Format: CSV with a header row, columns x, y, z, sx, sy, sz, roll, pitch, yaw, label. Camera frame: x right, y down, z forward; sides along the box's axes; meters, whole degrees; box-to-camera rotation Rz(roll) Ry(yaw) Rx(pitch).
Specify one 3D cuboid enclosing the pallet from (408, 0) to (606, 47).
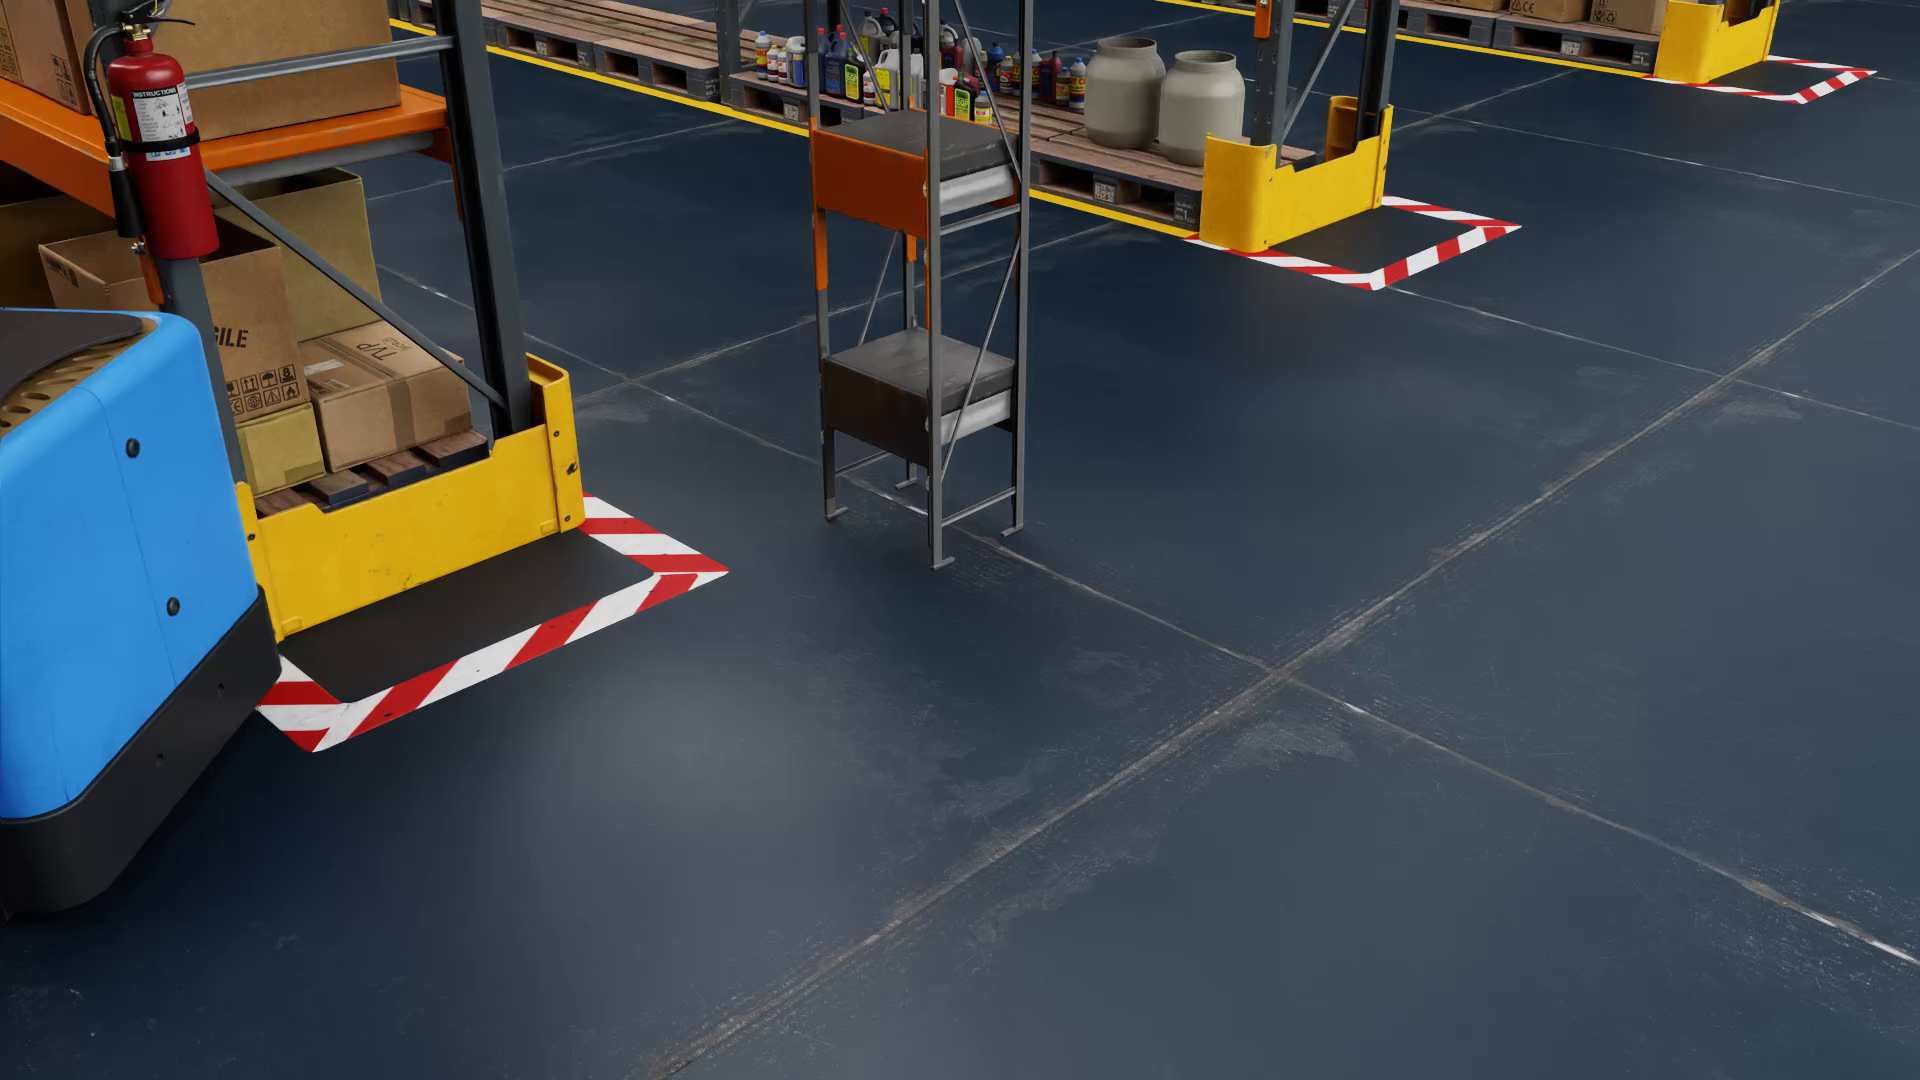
x,y,z,sx,sy,sz,roll,pitch,yaw,label
-3.437,-4.015,12.659,1.213,0.211,1.003,25,36,38,pallet

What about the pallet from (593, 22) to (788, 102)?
x,y,z,sx,sy,sz,roll,pitch,yaw,label
-1.697,-3.219,11.144,1.213,0.211,1.003,25,36,38,pallet

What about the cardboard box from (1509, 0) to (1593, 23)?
x,y,z,sx,sy,sz,roll,pitch,yaw,label
4.331,-4.021,11.908,0.500,0.500,0.500,-15,31,-27,cardboard box

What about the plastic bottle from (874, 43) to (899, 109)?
x,y,z,sx,sy,sz,roll,pitch,yaw,label
-0.388,-2.630,9.403,0.185,0.351,0.144,24,36,38,plastic bottle

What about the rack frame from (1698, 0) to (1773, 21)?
x,y,z,sx,sy,sz,roll,pitch,yaw,label
5.215,-4.548,10.677,0.127,3.000,1.000,25,36,38,rack frame

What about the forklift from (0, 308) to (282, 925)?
x,y,z,sx,sy,sz,roll,pitch,yaw,label
-3.343,-0.725,3.480,3.031,2.935,1.130,2,28,4,forklift

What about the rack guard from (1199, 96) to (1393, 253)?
x,y,z,sx,sy,sz,roll,pitch,yaw,label
1.655,-1.807,8.150,0.348,0.500,1.175,25,36,38,rack guard

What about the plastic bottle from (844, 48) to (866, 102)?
x,y,z,sx,sy,sz,roll,pitch,yaw,label
-0.602,-2.672,9.554,0.061,0.283,0.133,-23,36,-37,plastic bottle

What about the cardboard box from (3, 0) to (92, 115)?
x,y,z,sx,sy,sz,roll,pitch,yaw,label
-2.435,-1.632,5.024,0.700,0.500,0.500,-24,36,-38,cardboard box

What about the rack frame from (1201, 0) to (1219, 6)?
x,y,z,sx,sy,sz,roll,pitch,yaw,label
2.362,-5.853,13.159,0.127,3.000,1.000,25,36,38,rack frame

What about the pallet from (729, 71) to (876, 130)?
x,y,z,sx,sy,sz,roll,pitch,yaw,label
-0.660,-2.742,10.239,1.213,0.211,1.003,25,36,38,pallet

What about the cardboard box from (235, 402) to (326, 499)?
x,y,z,sx,sy,sz,roll,pitch,yaw,label
-2.323,-0.308,5.115,0.500,0.250,0.500,25,36,38,cardboard box

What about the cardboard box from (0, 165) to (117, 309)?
x,y,z,sx,sy,sz,roll,pitch,yaw,label
-3.048,-0.960,5.551,0.500,0.500,0.500,25,36,38,cardboard box

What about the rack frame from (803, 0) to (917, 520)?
x,y,z,sx,sy,sz,roll,pitch,yaw,label
-0.292,-1.063,5.015,0.015,2.100,0.400,25,36,38,rack frame

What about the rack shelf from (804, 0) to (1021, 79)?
x,y,z,sx,sy,sz,roll,pitch,yaw,label
-0.118,-1.591,4.545,0.480,0.518,0.431,25,36,38,rack shelf

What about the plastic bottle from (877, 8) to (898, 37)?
x,y,z,sx,sy,sz,roll,pitch,yaw,label
-0.449,-3.117,10.329,0.185,0.351,0.144,23,36,37,plastic bottle

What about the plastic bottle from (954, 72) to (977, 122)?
x,y,z,sx,sy,sz,roll,pitch,yaw,label
0.029,-2.383,9.004,0.061,0.283,0.133,-24,36,-38,plastic bottle

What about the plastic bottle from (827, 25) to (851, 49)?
x,y,z,sx,sy,sz,roll,pitch,yaw,label
-0.724,-2.879,9.875,0.185,0.351,0.144,25,36,38,plastic bottle

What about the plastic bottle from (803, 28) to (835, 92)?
x,y,z,sx,sy,sz,roll,pitch,yaw,label
-0.825,-2.831,9.784,0.144,0.351,0.185,-24,36,-38,plastic bottle

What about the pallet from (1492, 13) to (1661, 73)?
x,y,z,sx,sy,sz,roll,pitch,yaw,label
4.606,-3.616,11.899,1.213,0.211,1.003,25,36,38,pallet

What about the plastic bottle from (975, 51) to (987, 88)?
x,y,z,sx,sy,sz,roll,pitch,yaw,label
0.135,-2.799,9.885,0.097,0.201,0.097,0,28,0,plastic bottle

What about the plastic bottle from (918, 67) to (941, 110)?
x,y,z,sx,sy,sz,roll,pitch,yaw,label
-0.134,-2.484,9.205,0.135,0.276,0.152,23,36,37,plastic bottle

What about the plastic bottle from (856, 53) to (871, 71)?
x,y,z,sx,sy,sz,roll,pitch,yaw,label
-0.560,-2.698,9.618,0.097,0.271,0.097,0,28,0,plastic bottle

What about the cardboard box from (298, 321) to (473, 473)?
x,y,z,sx,sy,sz,roll,pitch,yaw,label
-1.960,-0.479,5.442,0.500,0.250,0.500,25,36,38,cardboard box

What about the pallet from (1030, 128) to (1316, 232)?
x,y,z,sx,sy,sz,roll,pitch,yaw,label
1.080,-1.946,8.724,1.213,0.211,1.003,25,36,38,pallet

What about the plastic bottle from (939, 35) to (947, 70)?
x,y,z,sx,sy,sz,roll,pitch,yaw,label
-0.135,-2.877,9.945,0.133,0.283,0.061,25,36,38,plastic bottle

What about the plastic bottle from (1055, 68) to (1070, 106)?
x,y,z,sx,sy,sz,roll,pitch,yaw,label
0.594,-2.589,9.485,0.097,0.201,0.097,0,28,0,plastic bottle

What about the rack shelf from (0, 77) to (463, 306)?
x,y,z,sx,sy,sz,roll,pitch,yaw,label
-3.159,-1.596,5.835,4.000,0.370,1.077,25,36,38,rack shelf

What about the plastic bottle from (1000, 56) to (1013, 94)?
x,y,z,sx,sy,sz,roll,pitch,yaw,label
0.282,-2.732,9.757,0.097,0.201,0.097,0,28,0,plastic bottle

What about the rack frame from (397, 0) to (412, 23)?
x,y,z,sx,sy,sz,roll,pitch,yaw,label
-3.962,-5.515,12.515,0.127,3.000,1.000,25,36,38,rack frame

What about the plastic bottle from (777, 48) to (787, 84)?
x,y,z,sx,sy,sz,roll,pitch,yaw,label
-1.045,-2.850,9.981,0.097,0.201,0.097,0,28,0,plastic bottle

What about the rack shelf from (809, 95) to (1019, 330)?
x,y,z,sx,sy,sz,roll,pitch,yaw,label
-0.118,-0.971,4.870,0.480,0.518,0.431,25,36,38,rack shelf

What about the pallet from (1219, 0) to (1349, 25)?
x,y,z,sx,sy,sz,roll,pitch,yaw,label
2.866,-4.412,13.413,1.213,0.211,1.003,25,36,38,pallet

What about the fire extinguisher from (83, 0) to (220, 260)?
x,y,z,sx,sy,sz,roll,pitch,yaw,label
-1.975,-1.035,4.078,0.183,0.674,0.296,25,36,38,fire extinguisher

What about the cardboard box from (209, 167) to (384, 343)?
x,y,z,sx,sy,sz,roll,pitch,yaw,label
-2.317,-0.974,5.577,0.500,0.500,0.500,25,36,38,cardboard box

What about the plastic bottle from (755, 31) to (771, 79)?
x,y,z,sx,sy,sz,roll,pitch,yaw,label
-1.190,-2.947,10.091,0.097,0.271,0.097,0,28,0,plastic bottle

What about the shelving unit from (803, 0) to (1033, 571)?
x,y,z,sx,sy,sz,roll,pitch,yaw,label
-0.118,-0.983,4.864,0.503,2.100,0.431,25,36,38,shelving unit

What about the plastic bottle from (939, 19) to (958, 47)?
x,y,z,sx,sy,sz,roll,pitch,yaw,label
-0.082,-2.949,10.010,0.185,0.351,0.144,24,36,38,plastic bottle

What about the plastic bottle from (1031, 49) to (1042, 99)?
x,y,z,sx,sy,sz,roll,pitch,yaw,label
0.424,-2.698,9.618,0.097,0.271,0.097,0,28,0,plastic bottle

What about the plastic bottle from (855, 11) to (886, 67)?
x,y,z,sx,sy,sz,roll,pitch,yaw,label
-0.550,-3.070,10.238,0.185,0.351,0.144,25,36,38,plastic bottle

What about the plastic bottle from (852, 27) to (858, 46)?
x,y,z,sx,sy,sz,roll,pitch,yaw,label
-0.633,-3.151,10.553,0.097,0.201,0.097,0,28,0,plastic bottle

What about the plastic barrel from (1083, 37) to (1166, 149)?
x,y,z,sx,sy,sz,roll,pitch,yaw,label
0.862,-2.342,8.703,0.421,0.512,0.421,0,28,0,plastic barrel
